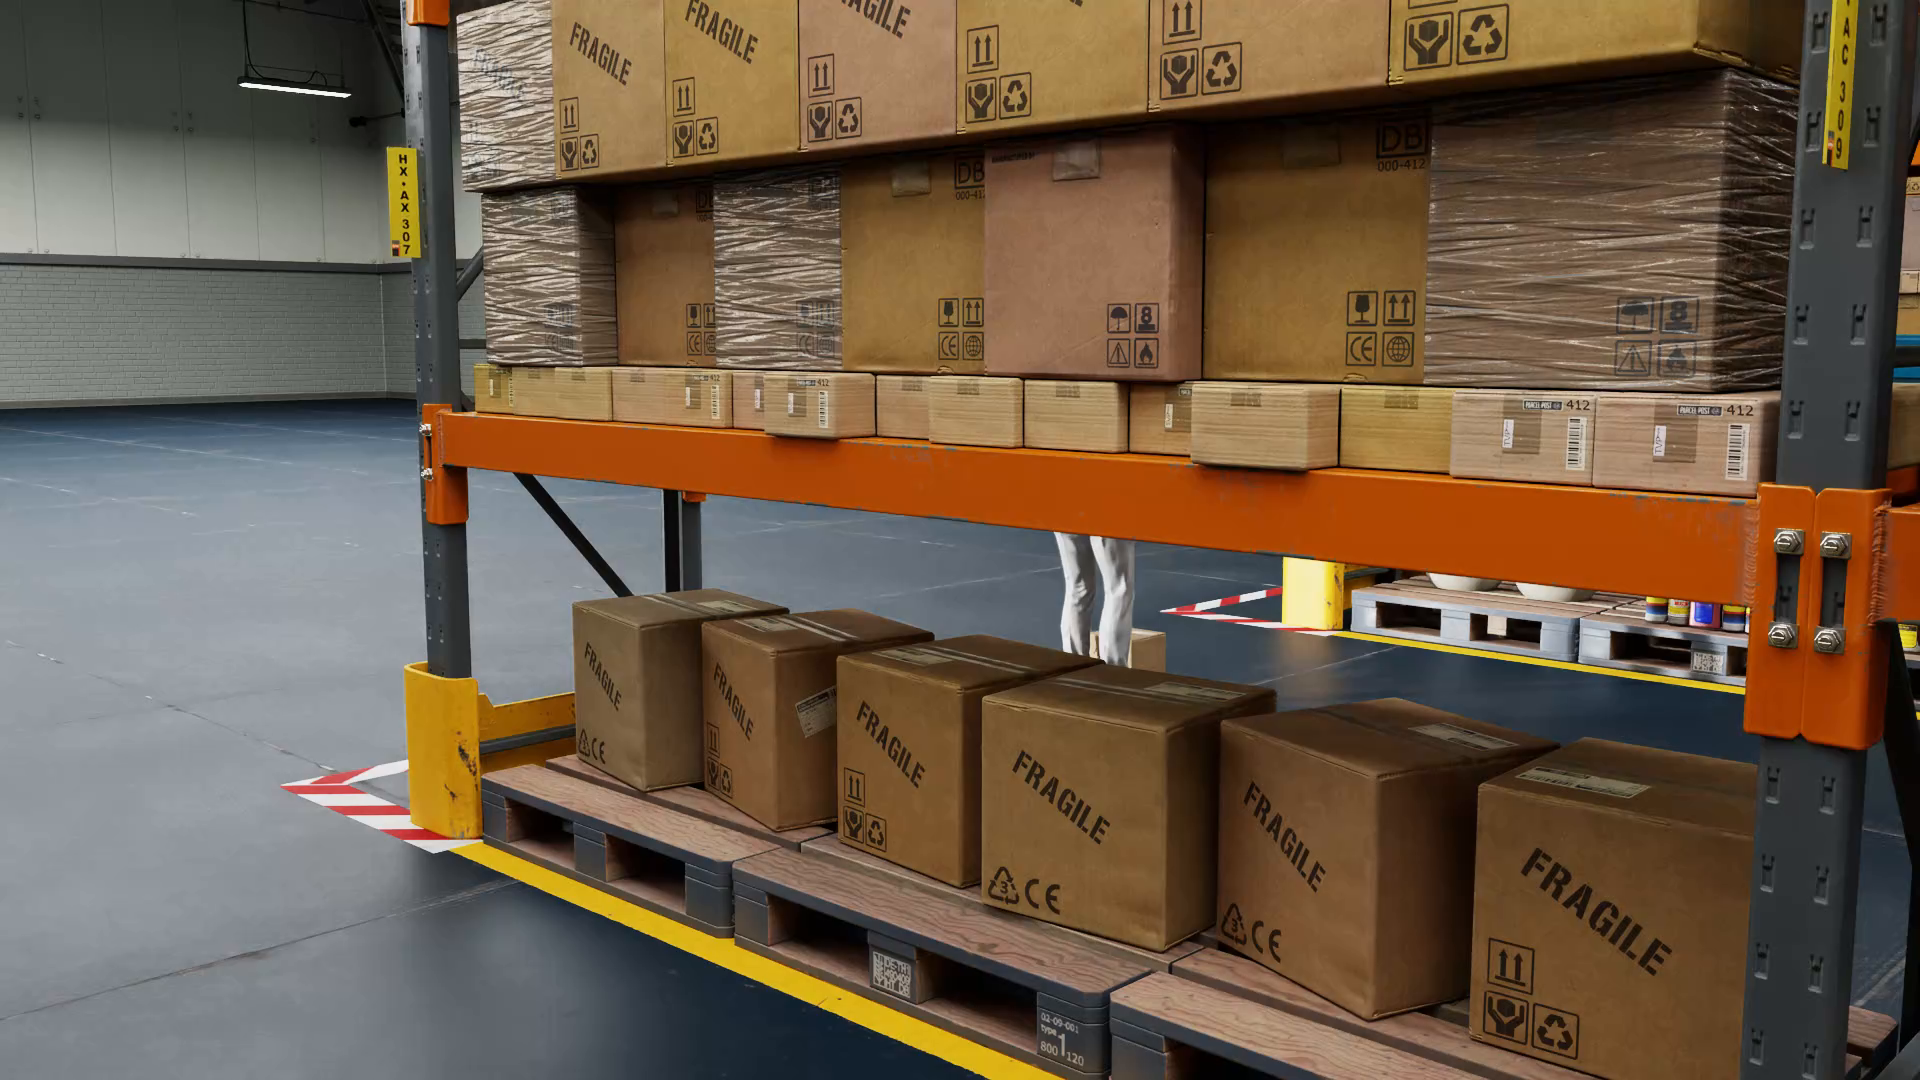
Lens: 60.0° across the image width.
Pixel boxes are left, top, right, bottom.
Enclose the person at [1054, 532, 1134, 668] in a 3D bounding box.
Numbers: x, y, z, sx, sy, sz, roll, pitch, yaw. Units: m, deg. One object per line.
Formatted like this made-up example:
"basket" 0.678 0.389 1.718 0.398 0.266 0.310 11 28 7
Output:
"person" 0.565 -0.152 6.968 0.542 1.662 0.415 6 9 40
